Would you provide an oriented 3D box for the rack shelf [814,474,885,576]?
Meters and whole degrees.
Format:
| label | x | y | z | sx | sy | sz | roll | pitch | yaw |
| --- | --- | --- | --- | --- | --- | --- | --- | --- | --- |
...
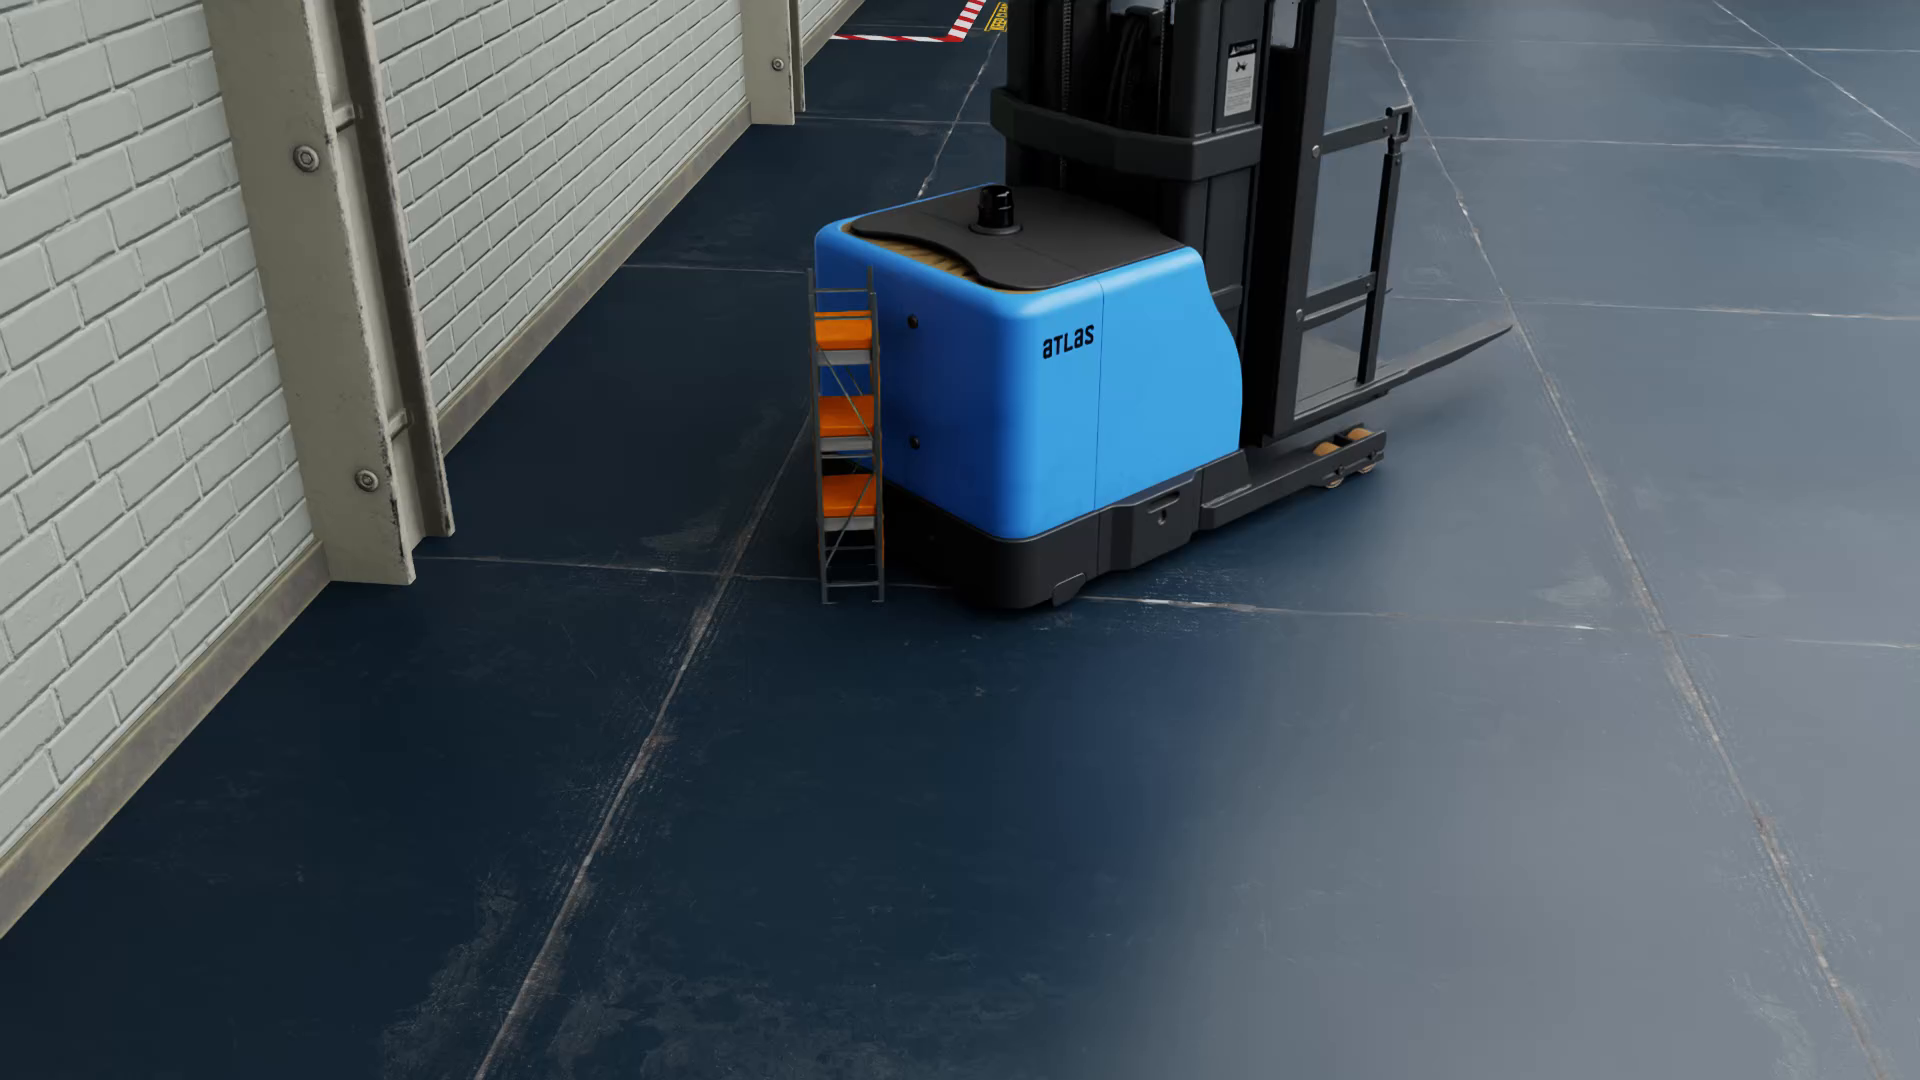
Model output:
| label | x | y | z | sx | sy | sz | roll | pitch | yaw |
| --- | --- | --- | --- | --- | --- | --- | --- | --- | --- |
| rack shelf | -0.356 | -0.060 | 5.363 | 0.215 | 0.259 | 0.240 | -3 | 28 | -5 |

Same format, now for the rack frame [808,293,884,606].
| label | x | y | z | sx | sy | sz | roll | pitch | yaw |
| --- | --- | --- | --- | --- | --- | --- | --- | --- | --- |
| rack frame | -0.345 | -0.257 | 5.119 | 0.200 | 1.050 | 0.008 | -3 | 28 | -5 |

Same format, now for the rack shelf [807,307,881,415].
| label | x | y | z | sx | sy | sz | roll | pitch | yaw |
| --- | --- | --- | --- | --- | --- | --- | --- | --- | --- |
| rack shelf | -0.356 | -0.555 | 5.097 | 0.215 | 0.259 | 0.240 | -3 | 28 | -5 |

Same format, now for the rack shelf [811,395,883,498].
| label | x | y | z | sx | sy | sz | roll | pitch | yaw |
| --- | --- | --- | --- | --- | --- | --- | --- | --- | --- |
| rack shelf | -0.356 | -0.305 | 5.231 | 0.215 | 0.259 | 0.240 | -3 | 28 | -5 |

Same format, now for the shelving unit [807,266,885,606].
| label | x | y | z | sx | sy | sz | roll | pitch | yaw |
| --- | --- | --- | --- | --- | --- | --- | --- | --- | --- |
| shelving unit | -0.356 | -0.314 | 5.226 | 0.215 | 1.050 | 0.252 | -3 | 28 | -5 |

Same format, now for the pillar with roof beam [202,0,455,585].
| label | x | y | z | sx | sy | sz | roll | pitch | yaw |
| --- | --- | --- | --- | --- | --- | --- | --- | --- | --- |
| pillar with roof beam | 2.332 | -3.665 | 3.065 | 9.100 | 9.000 | 0.400 | 3 | 28 | 6 |

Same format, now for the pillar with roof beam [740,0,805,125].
| label | x | y | z | sx | sy | sz | roll | pitch | yaw |
| --- | --- | --- | --- | --- | --- | --- | --- | --- | --- |
| pillar with roof beam | 3.067 | -6.489 | 8.307 | 9.100 | 9.000 | 0.400 | 3 | 28 | 6 |

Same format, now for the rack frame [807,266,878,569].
| label | x | y | z | sx | sy | sz | roll | pitch | yaw |
| --- | --- | --- | --- | --- | --- | --- | --- | --- | --- |
| rack frame | -0.368 | -0.372 | 5.333 | 0.200 | 1.050 | 0.008 | -3 | 28 | -5 |

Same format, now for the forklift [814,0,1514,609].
| label | x | y | z | sx | sy | sz | roll | pitch | yaw |
| --- | --- | --- | --- | --- | --- | --- | --- | --- | --- |
| forklift | 0.956 | -1.648 | 5.718 | 3.031 | 2.935 | 1.130 | -22 | 35 | -35 |
